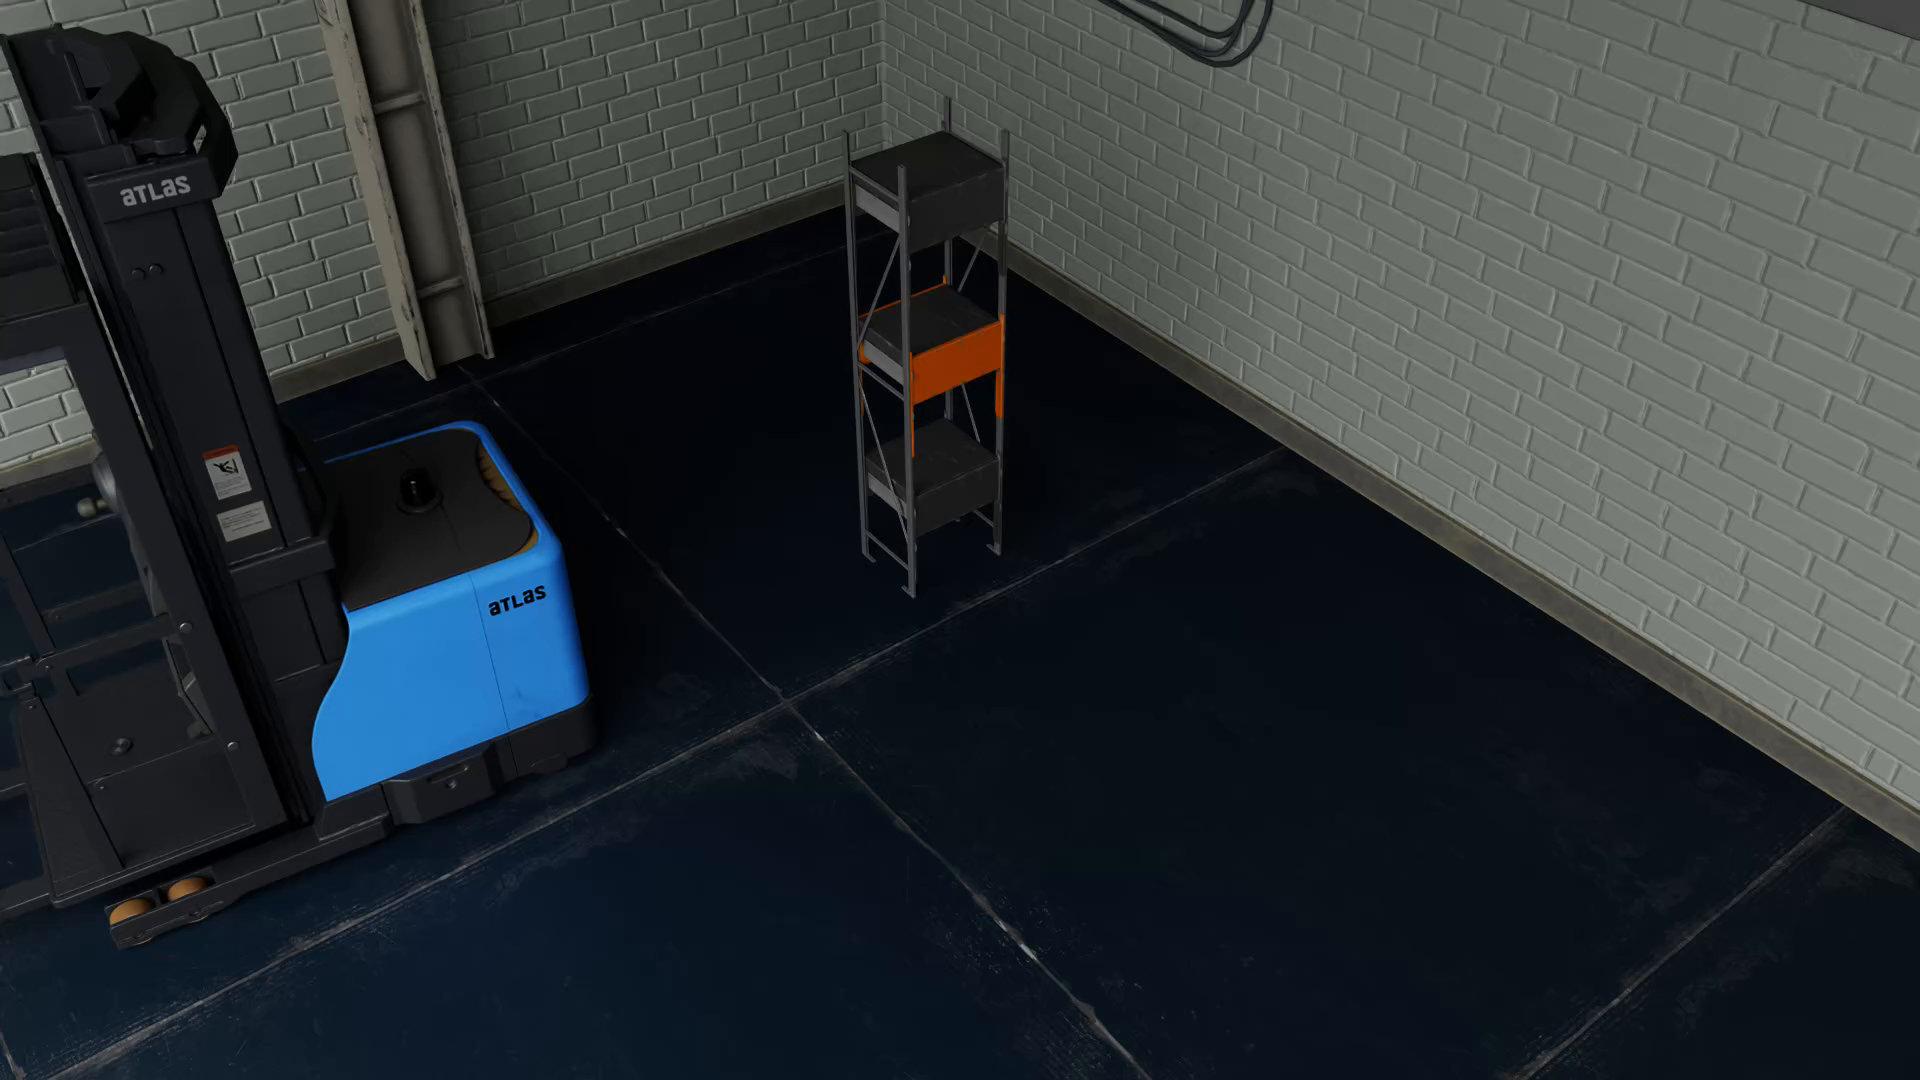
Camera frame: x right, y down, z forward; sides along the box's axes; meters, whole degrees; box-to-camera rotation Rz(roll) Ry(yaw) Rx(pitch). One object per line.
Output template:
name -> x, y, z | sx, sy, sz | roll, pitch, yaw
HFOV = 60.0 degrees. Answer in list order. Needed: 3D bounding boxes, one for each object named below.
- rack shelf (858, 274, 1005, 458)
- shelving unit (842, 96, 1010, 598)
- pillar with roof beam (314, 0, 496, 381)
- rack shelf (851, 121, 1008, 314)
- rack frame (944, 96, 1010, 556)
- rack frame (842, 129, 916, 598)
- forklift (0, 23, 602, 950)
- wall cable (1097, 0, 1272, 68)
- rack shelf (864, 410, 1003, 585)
rack shelf -> -0.131, -0.737, 7.015 | 0.480, 0.518, 0.431 | -26, 46, -28
shelving unit -> -0.131, -0.748, 7.006 | 0.503, 2.100, 0.431 | -26, 46, -28
pillar with roof beam -> -0.124, -2.306, 3.466 | 0.400, 9.000, 9.100 | -26, 46, -28
rack shelf -> -0.131, -1.278, 6.571 | 0.480, 0.518, 0.431 | -26, 46, -28
rack frame -> 0.062, -0.842, 7.121 | 0.015, 2.100, 0.400 | -26, 46, -28
rack frame -> -0.325, -0.654, 6.891 | 0.015, 2.100, 0.400 | -26, 46, -28
forklift -> -2.968, -0.064, 5.517 | 3.031, 2.935, 1.130 | -21, 44, -23
wall cable -> 0.394, -3.744, 7.667 | 0.112, 2.526, 3.097 | -26, 46, -28
rack shelf -> -0.131, -0.196, 7.459 | 0.480, 0.518, 0.431 | -26, 46, -28
